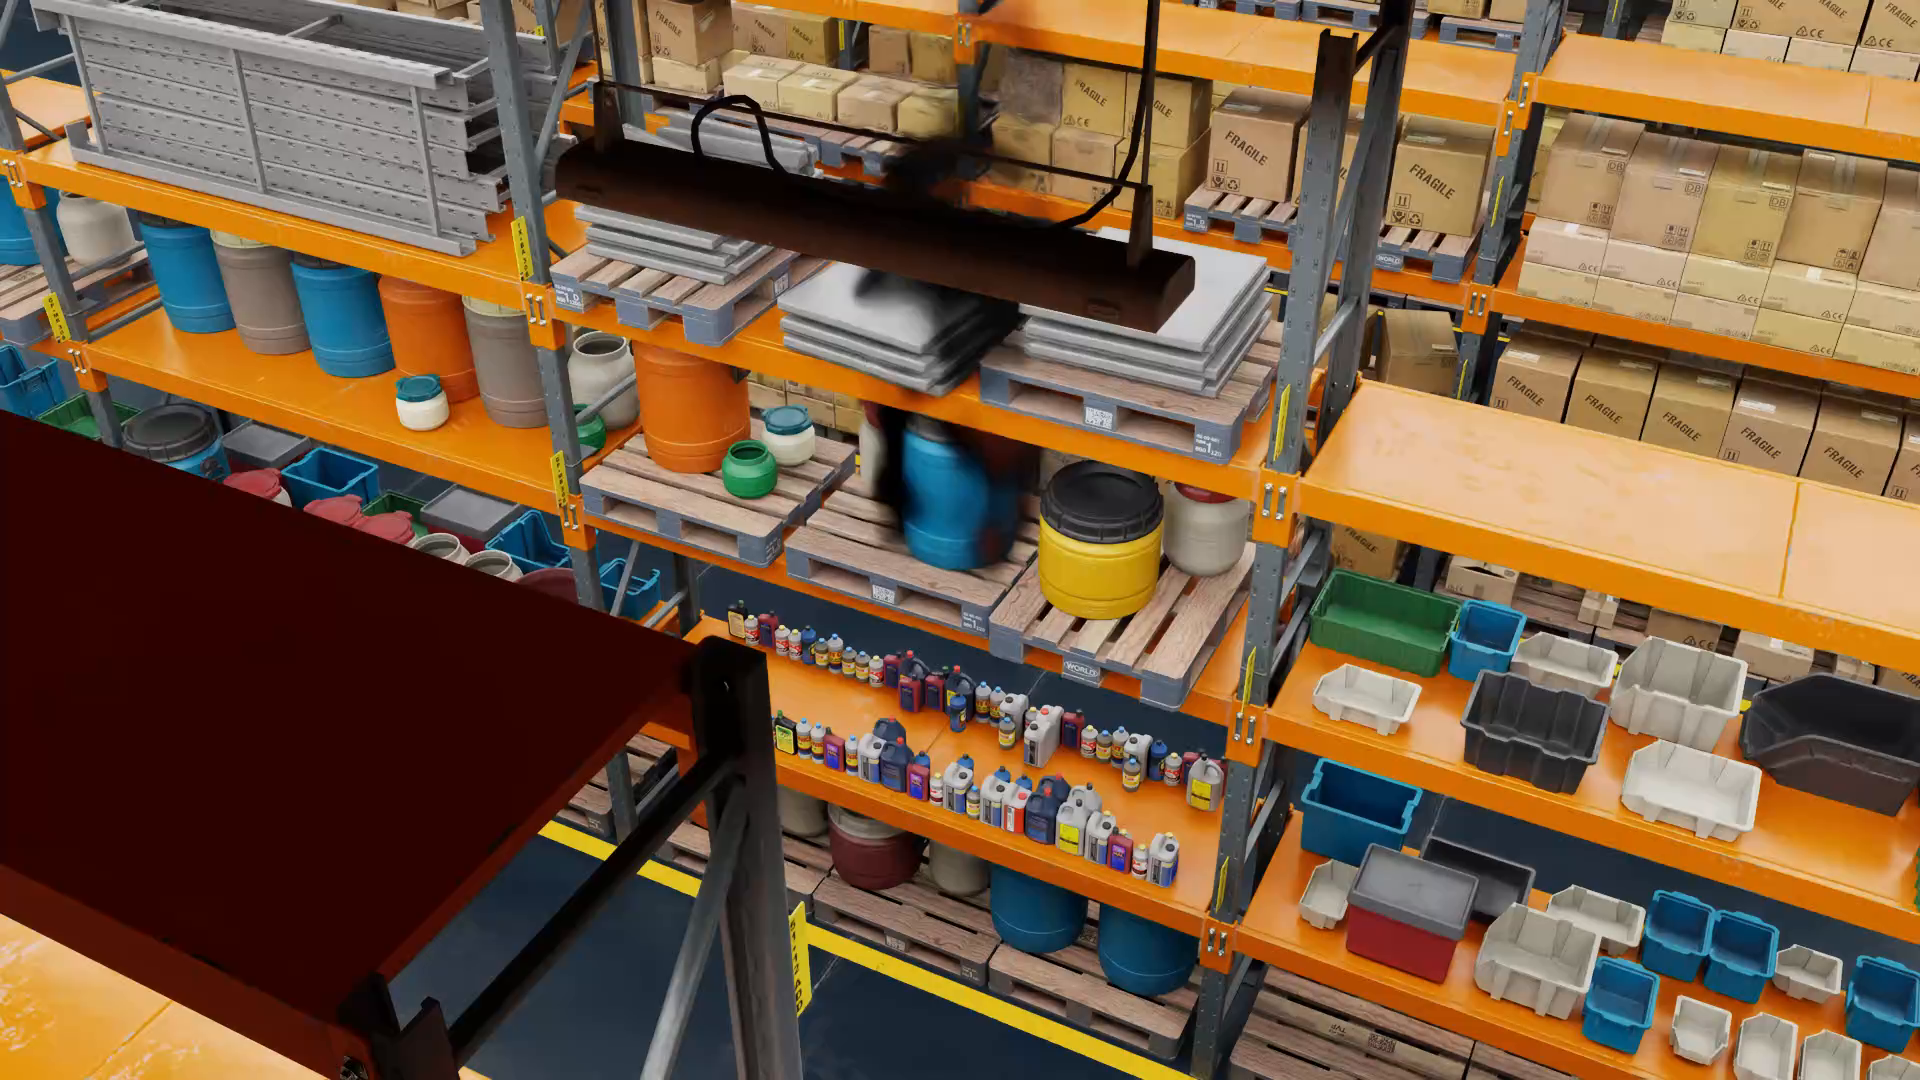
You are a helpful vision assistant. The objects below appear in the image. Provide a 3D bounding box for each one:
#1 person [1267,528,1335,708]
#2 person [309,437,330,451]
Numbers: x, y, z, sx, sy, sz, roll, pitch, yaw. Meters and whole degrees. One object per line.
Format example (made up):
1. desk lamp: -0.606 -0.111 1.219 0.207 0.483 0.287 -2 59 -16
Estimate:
1. person: 2.360 0.631 11.481 0.728 1.744 0.712 11 36 15
2. person: -5.287 -0.939 13.683 0.928 1.778 0.663 18 39 24
